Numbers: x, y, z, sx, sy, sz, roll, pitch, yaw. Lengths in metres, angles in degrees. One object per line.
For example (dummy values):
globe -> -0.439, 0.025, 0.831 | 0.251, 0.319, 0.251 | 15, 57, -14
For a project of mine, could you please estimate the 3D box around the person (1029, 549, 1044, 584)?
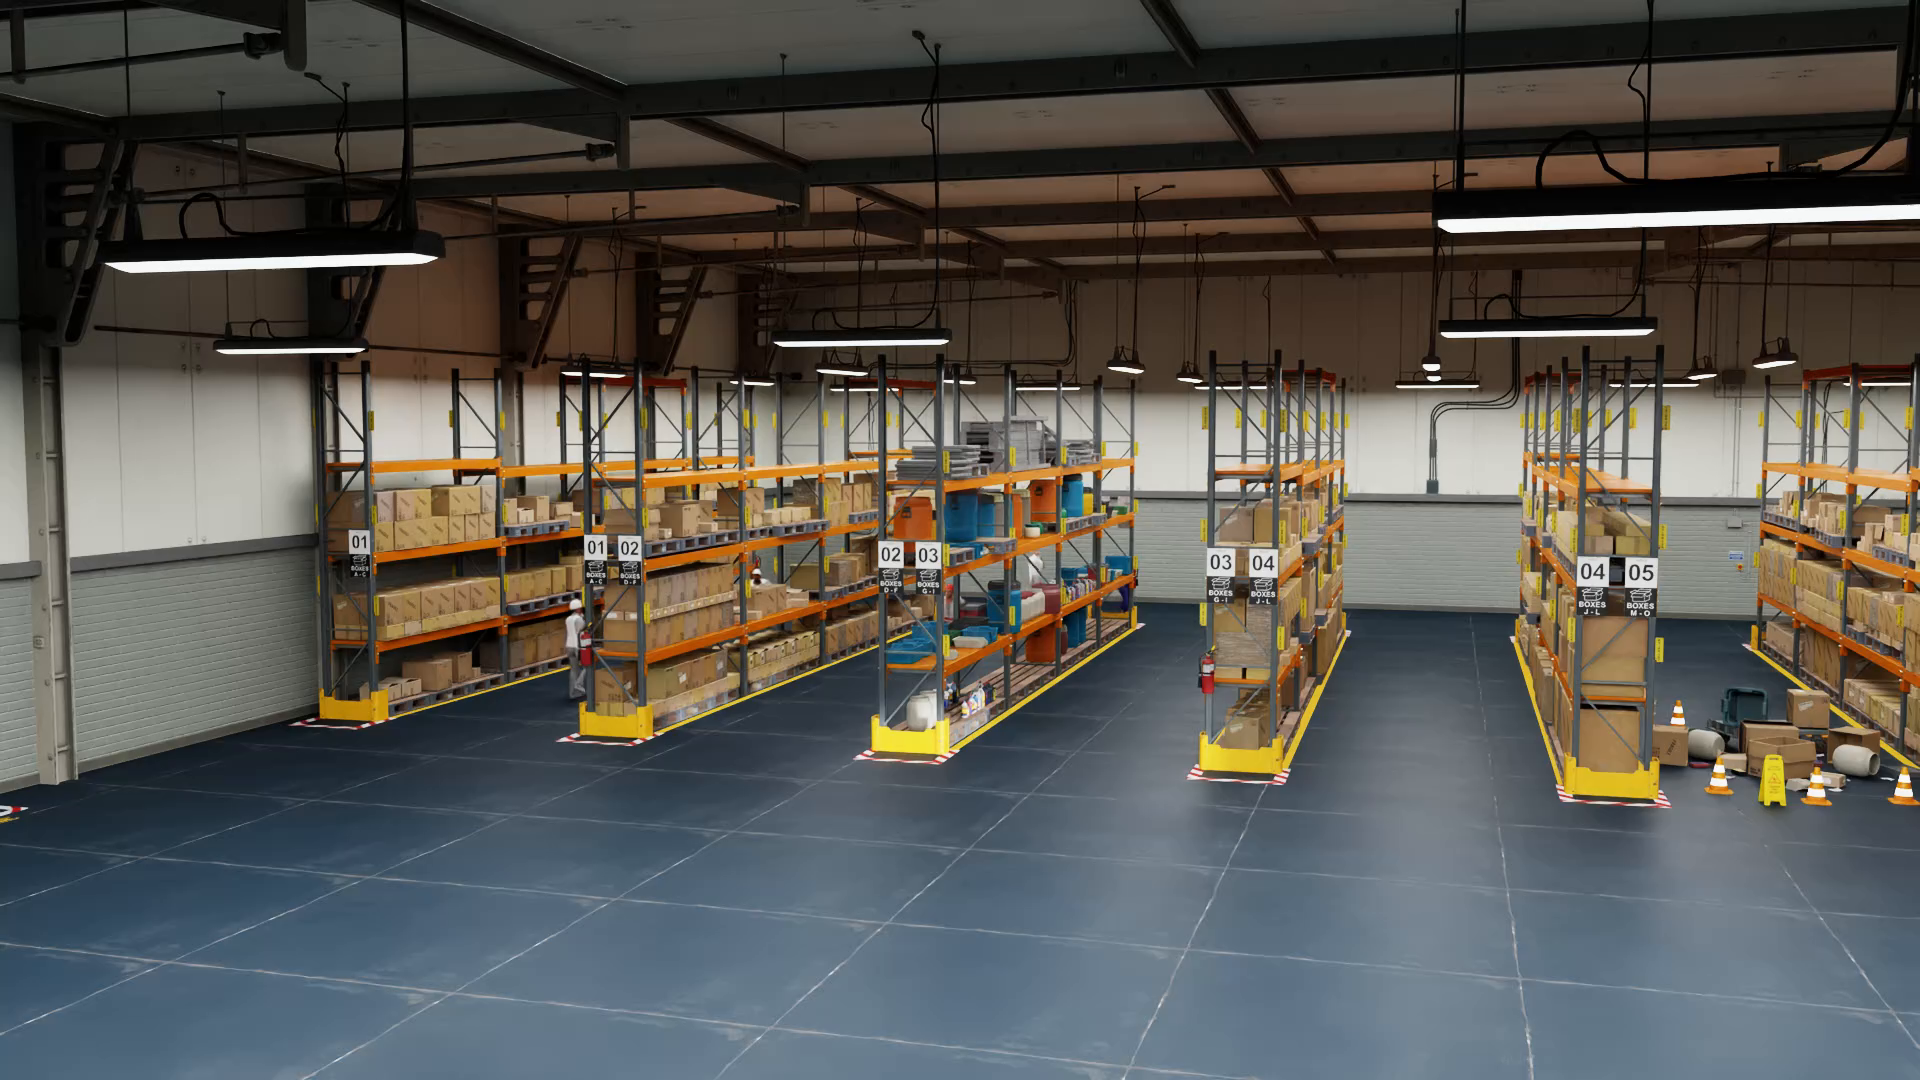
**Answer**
person -> 1.987, 0.963, 44.624 | 0.615, 1.673, 0.455 | 1, 4, 19

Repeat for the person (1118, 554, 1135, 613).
person -> 4.189, 1.169, 42.070 | 0.481, 1.622, 0.679 | -3, 5, -36

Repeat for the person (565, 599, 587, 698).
person -> -6.944, 1.962, 30.114 | 0.576, 1.763, 0.483 | 2, 5, 27

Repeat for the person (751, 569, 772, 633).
person -> -4.533, 1.475, 37.678 | 0.673, 1.681, 0.650 | 2, 4, 24

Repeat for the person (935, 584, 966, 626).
person -> -0.166, 1.733, 34.057 | 0.672, 1.688, 0.623 | 2, 4, 24
